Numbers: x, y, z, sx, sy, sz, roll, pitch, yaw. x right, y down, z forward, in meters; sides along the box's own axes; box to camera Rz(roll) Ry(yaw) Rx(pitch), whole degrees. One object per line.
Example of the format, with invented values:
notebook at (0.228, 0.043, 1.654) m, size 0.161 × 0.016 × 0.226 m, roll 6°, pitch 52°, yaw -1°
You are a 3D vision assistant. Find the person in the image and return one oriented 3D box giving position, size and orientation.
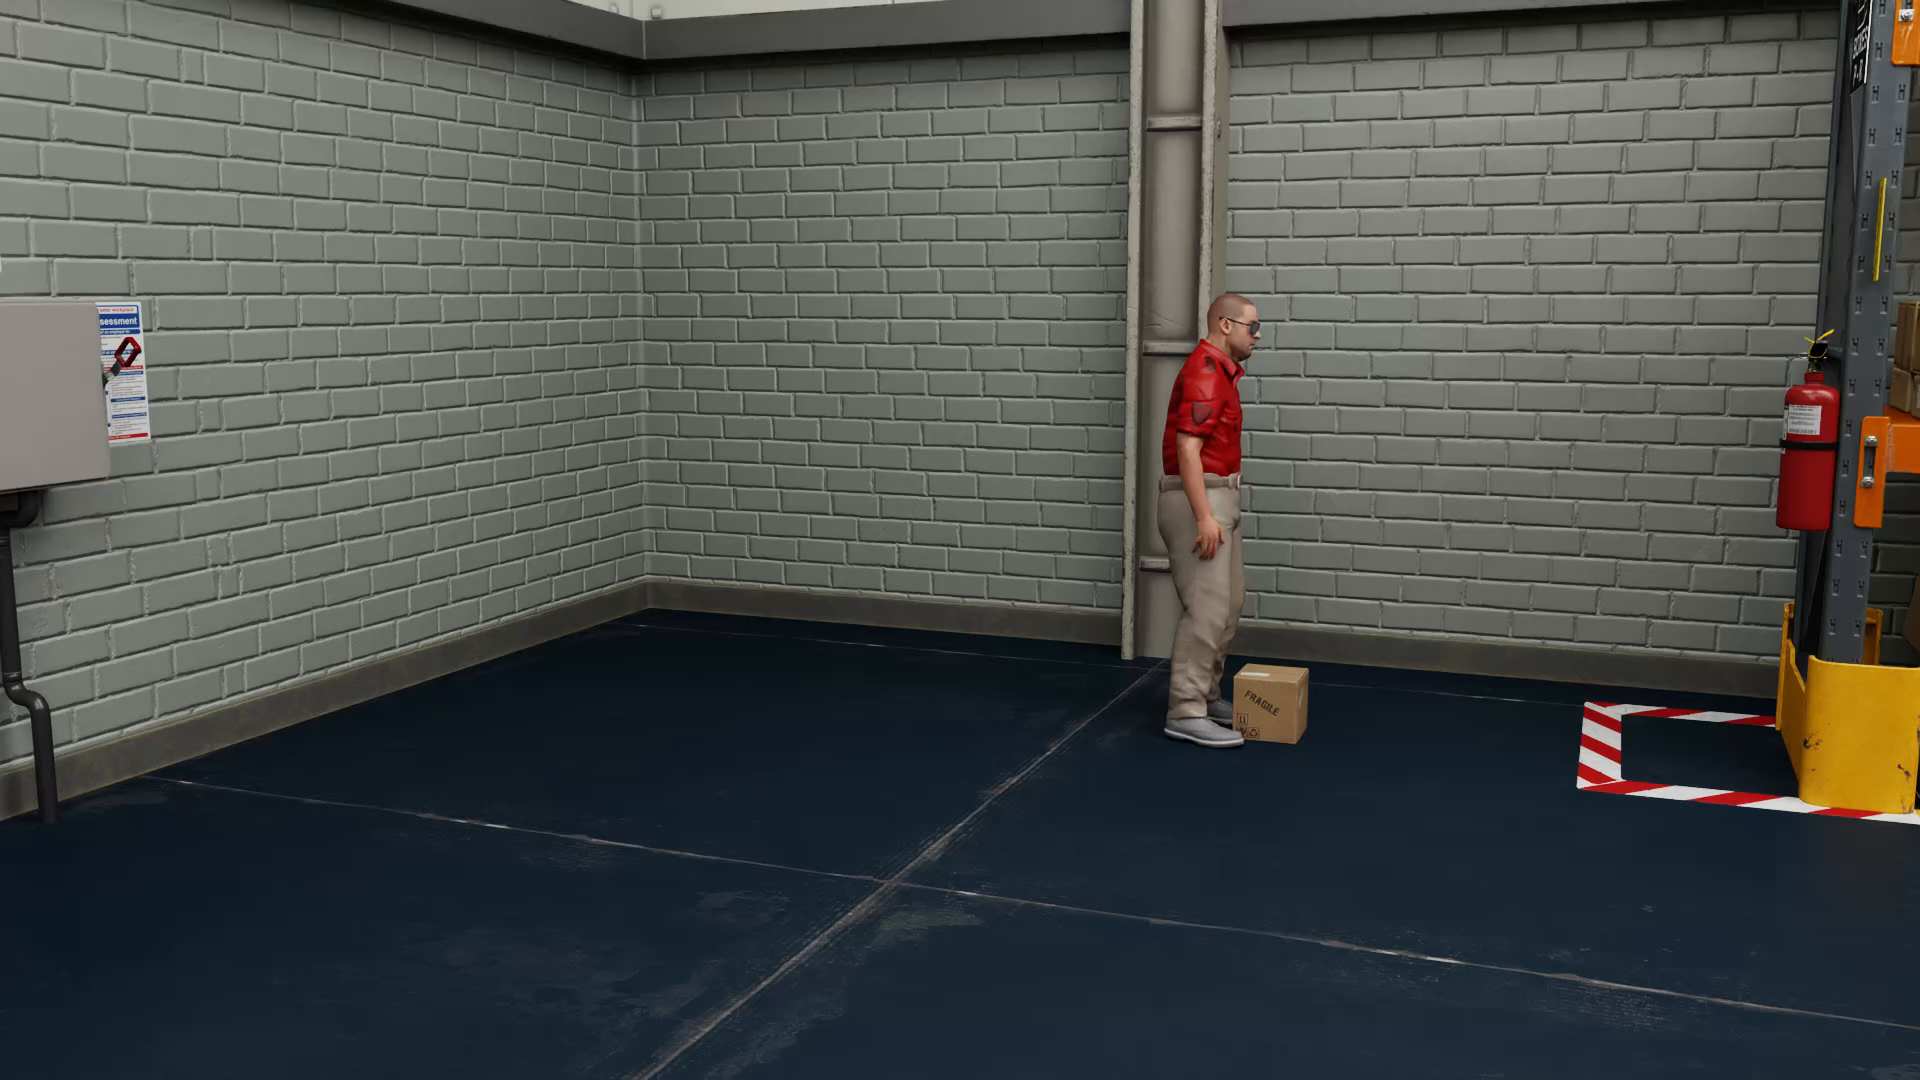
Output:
person at (0.987, -0.099, 6.548) m, size 0.393 × 1.726 × 0.599 m, roll 3°, pitch 9°, yaw 18°
